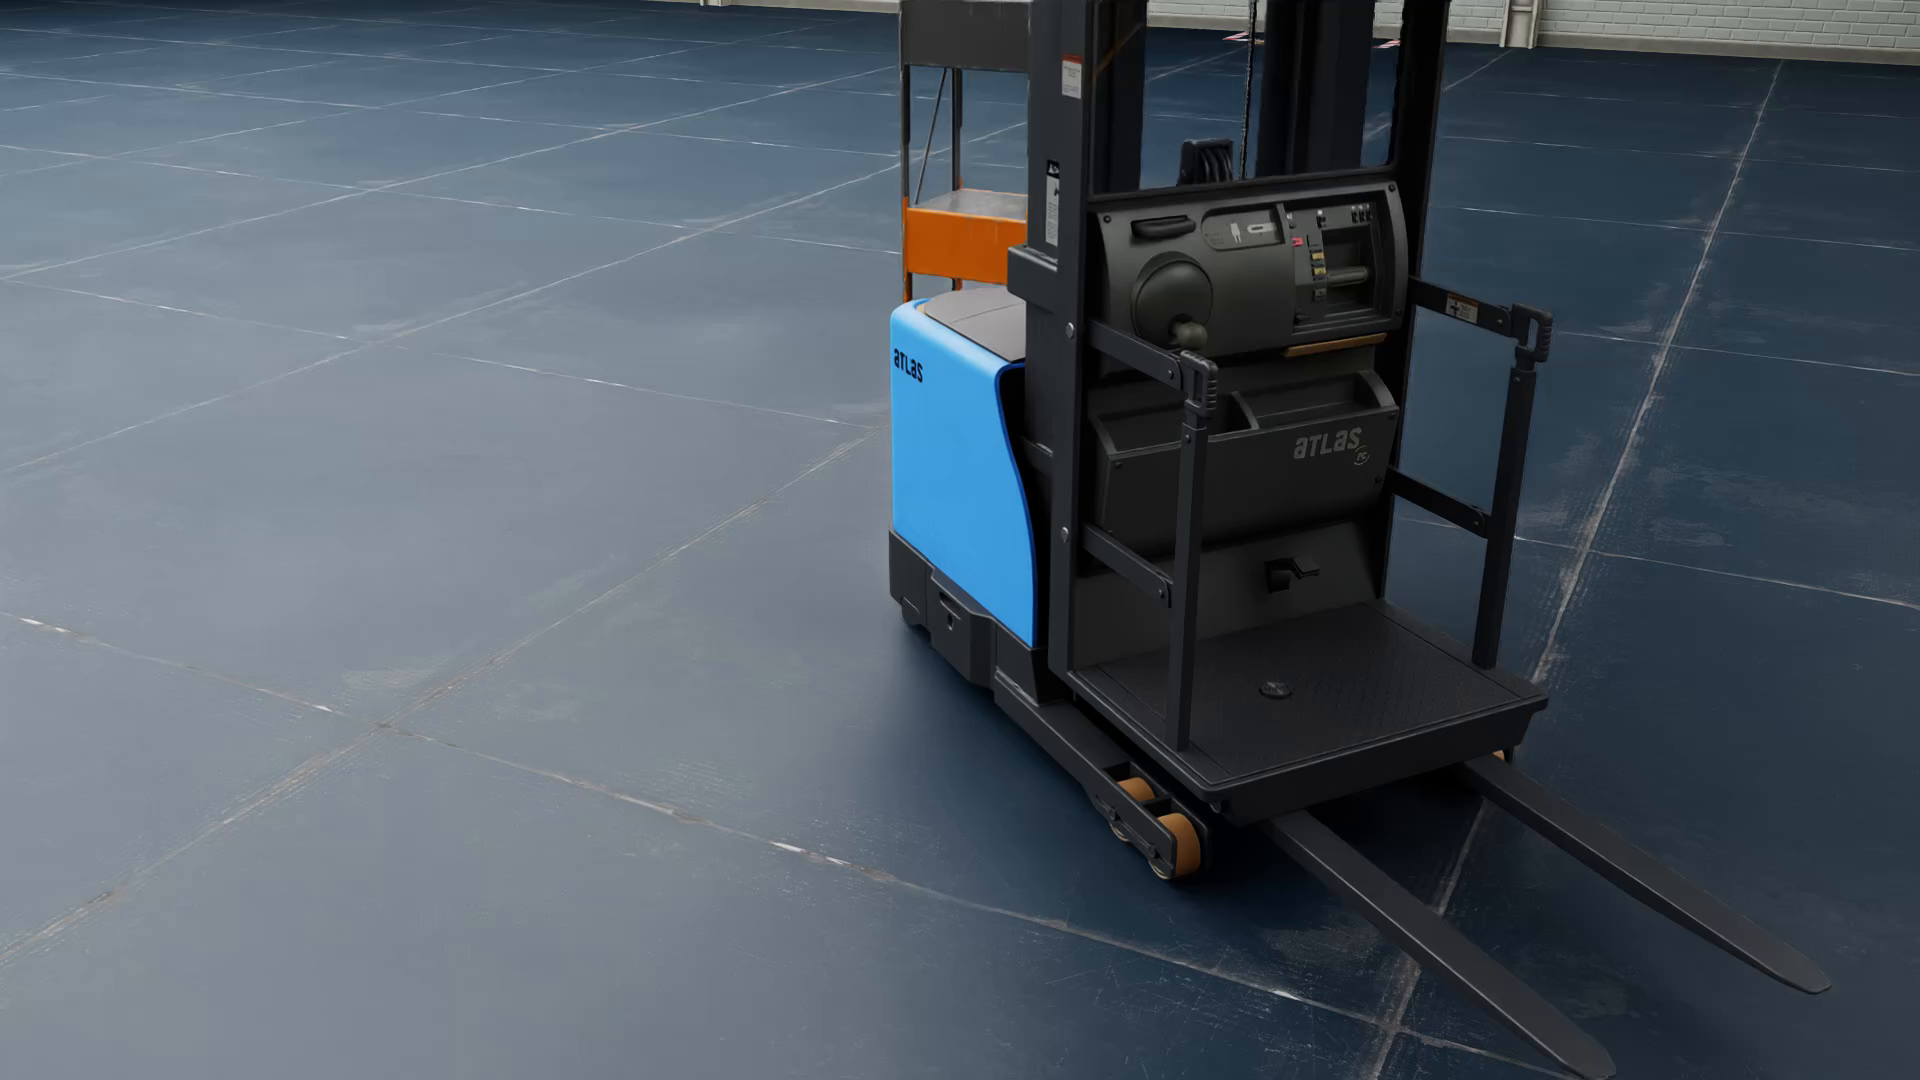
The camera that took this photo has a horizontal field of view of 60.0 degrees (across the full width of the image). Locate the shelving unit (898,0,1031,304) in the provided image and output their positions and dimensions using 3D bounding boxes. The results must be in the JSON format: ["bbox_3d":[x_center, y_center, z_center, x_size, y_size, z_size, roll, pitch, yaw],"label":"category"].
[{"bbox_3d":[0.113,-0.972,5.852,0.503,2.100,0.431,12,26,26],"label":"shelving unit"}]

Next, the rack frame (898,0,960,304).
[{"bbox_3d":[-0.101,-1.017,5.959,0.015,2.100,0.400,12,26,26],"label":"rack frame"}]

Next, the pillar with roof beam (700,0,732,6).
[{"bbox_3d":[-5.704,-10.902,20.387,0.400,9.000,9.100,11,25,25],"label":"pillar with roof beam"}]

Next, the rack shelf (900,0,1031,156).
[{"bbox_3d":[0.113,-1.603,5.583,0.480,0.518,0.431,12,26,26],"label":"rack shelf"}]

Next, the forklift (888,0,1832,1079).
[{"bbox_3d":[0.863,-0.684,4.113,1.130,2.935,3.031,-11,25,-24],"label":"forklift"}]

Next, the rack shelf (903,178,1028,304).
[{"bbox_3d":[0.113,-0.959,5.857,0.480,0.518,0.431,12,26,26],"label":"rack shelf"}]

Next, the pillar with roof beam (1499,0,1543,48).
[{"bbox_3d":[5.005,-8.783,15.405,0.400,9.000,9.100,11,25,25],"label":"pillar with roof beam"}]
